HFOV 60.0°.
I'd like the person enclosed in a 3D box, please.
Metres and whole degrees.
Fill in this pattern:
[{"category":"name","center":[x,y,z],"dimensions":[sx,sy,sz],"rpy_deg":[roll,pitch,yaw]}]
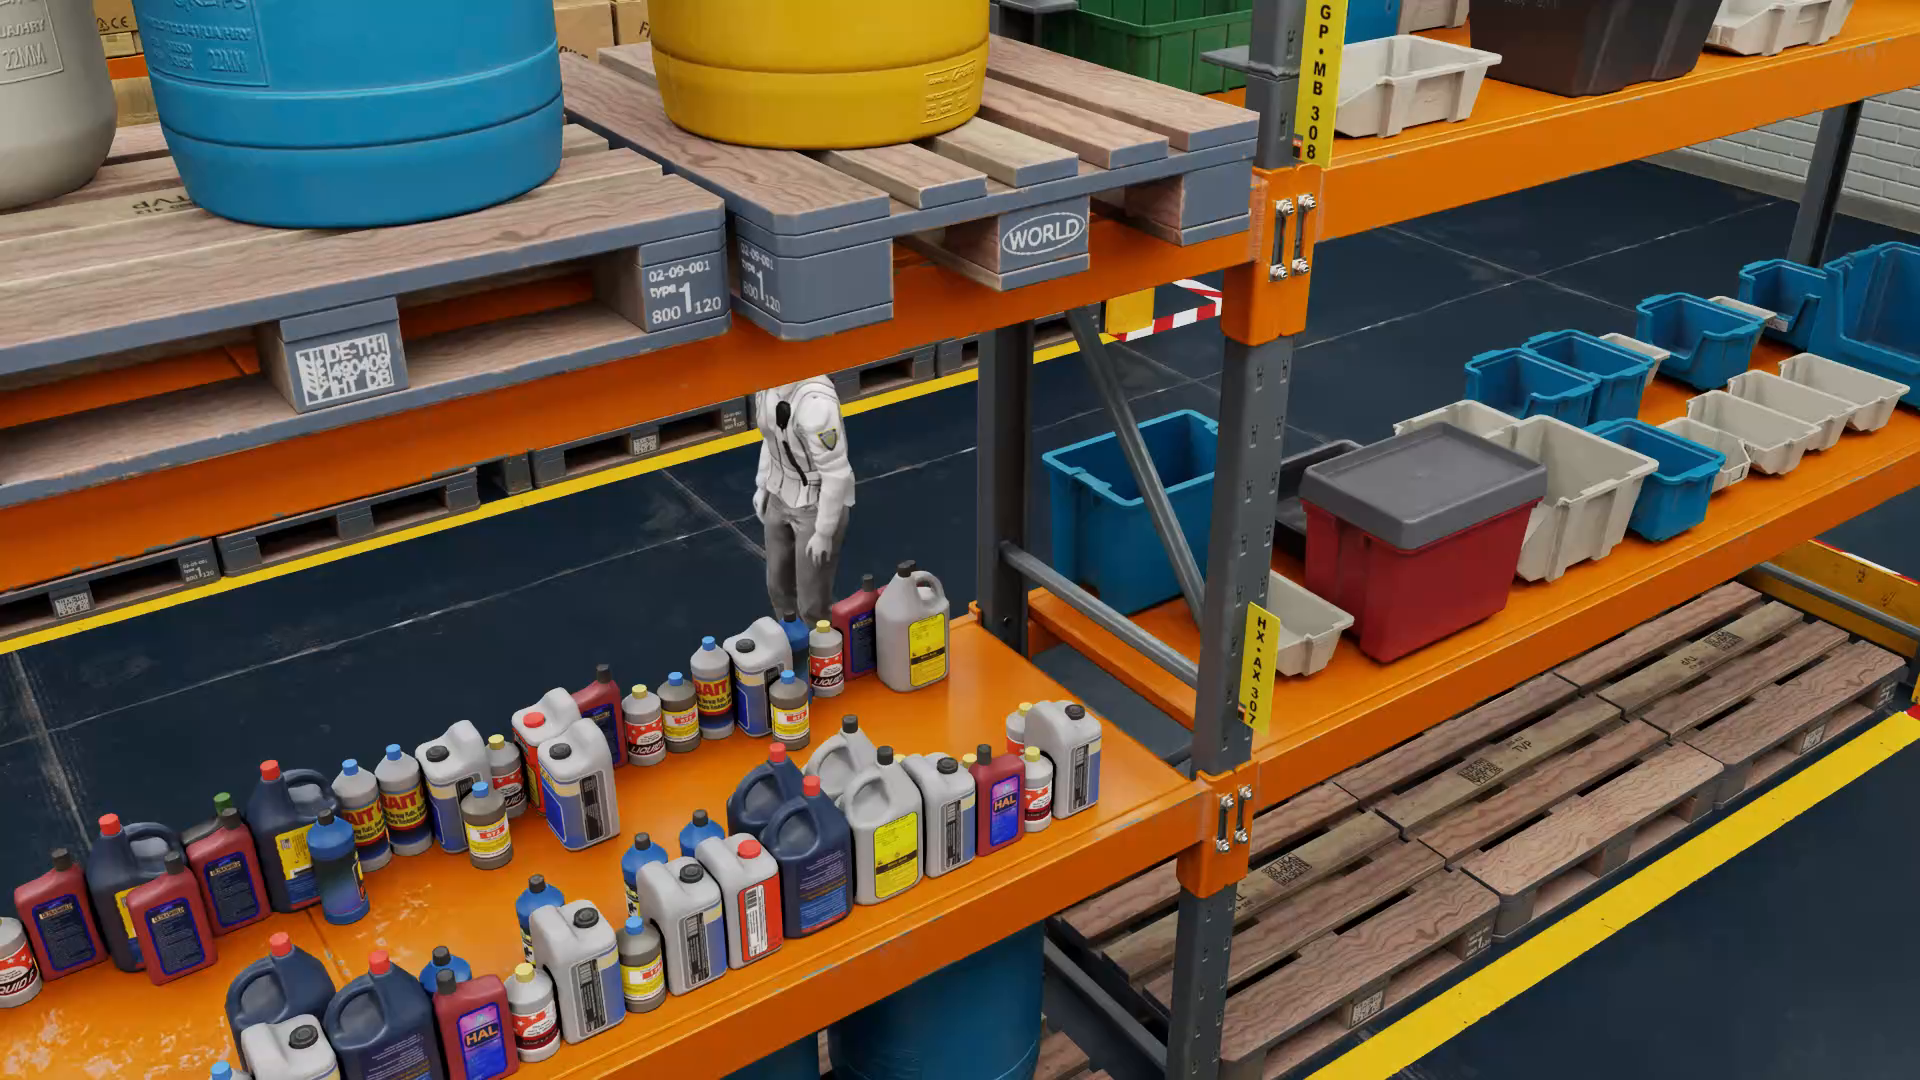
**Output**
[{"category":"person","center":[-0.604,-0.112,6.323],"dimensions":[0.371,1.664,0.529],"rpy_deg":[-19,34,-30]}]
